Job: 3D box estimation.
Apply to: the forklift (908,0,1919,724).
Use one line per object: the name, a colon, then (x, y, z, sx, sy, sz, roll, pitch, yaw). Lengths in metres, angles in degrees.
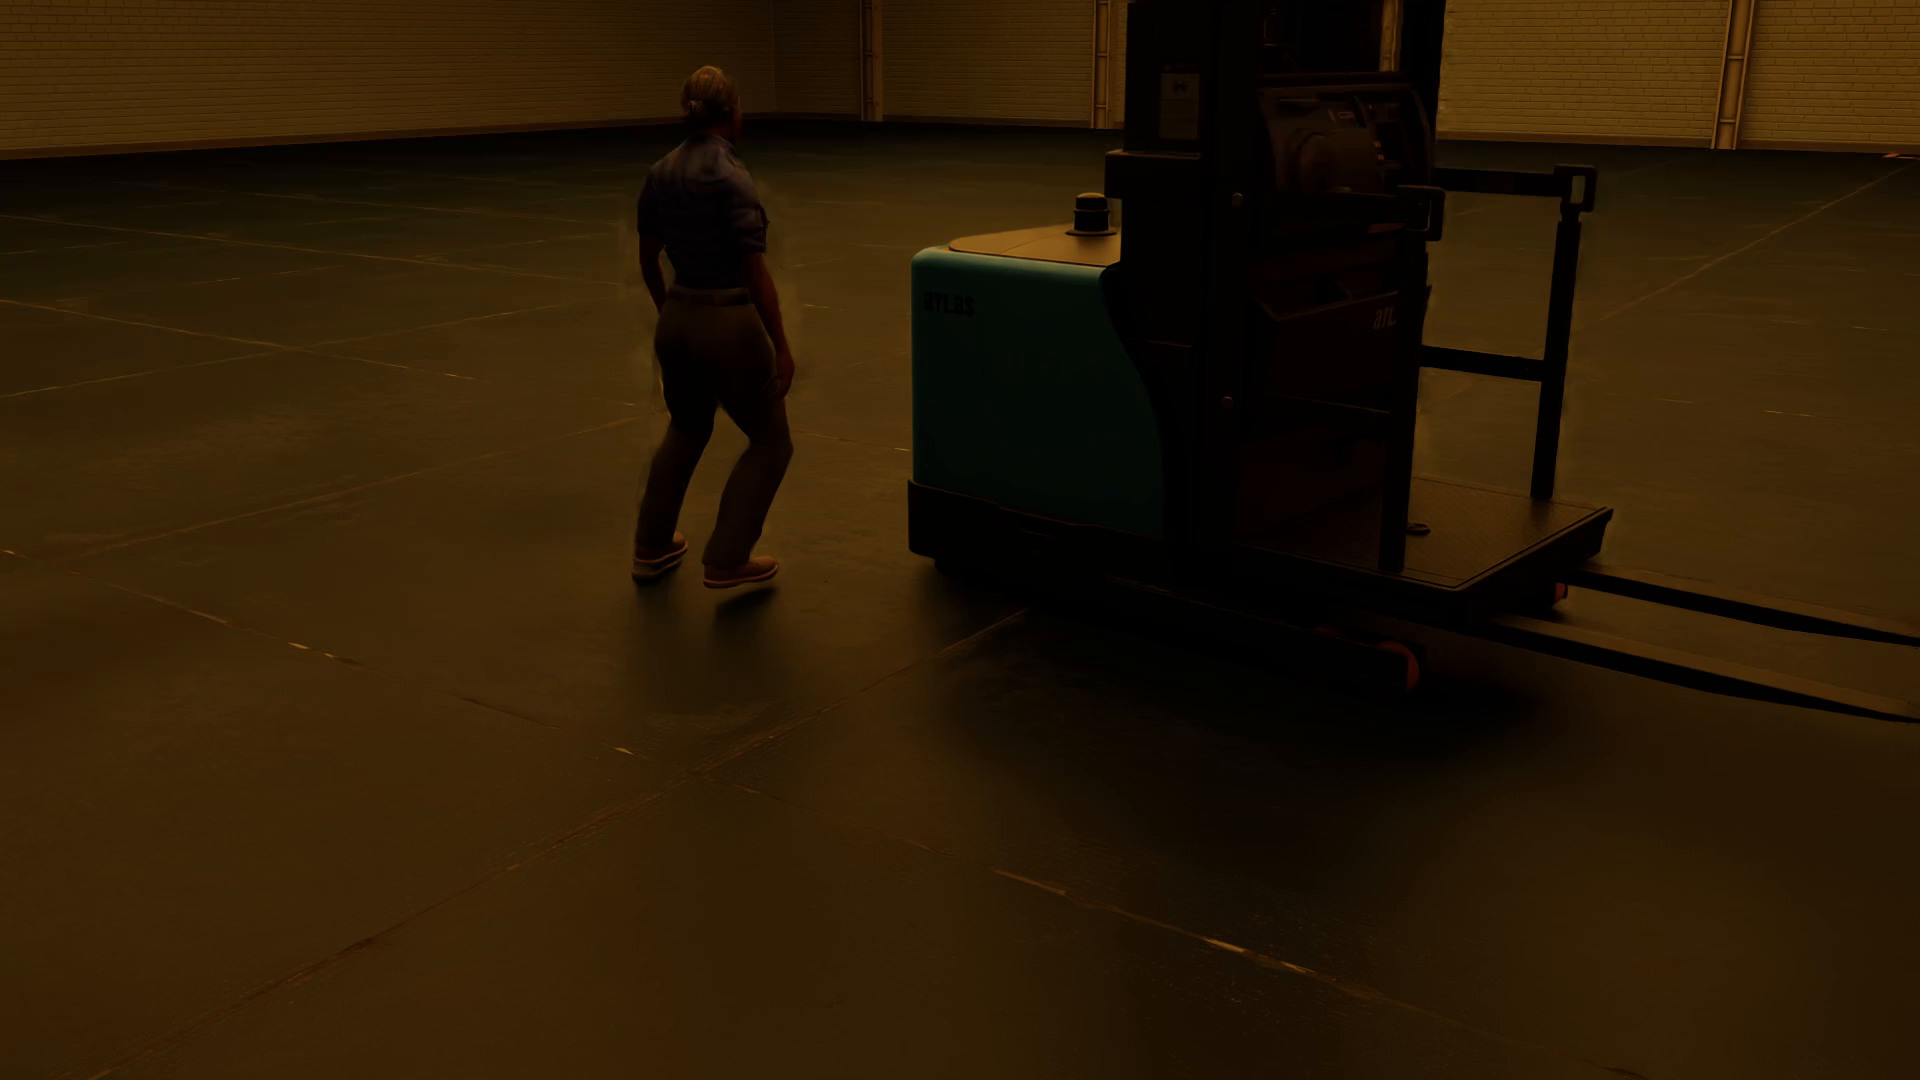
forklift: (1.269, -1.134, 4.626, 3.031, 2.935, 1.130, 14, 22, 39)

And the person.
person: (-0.785, -0.662, 5.237, 0.715, 1.602, 0.345, 13, 21, 37)
